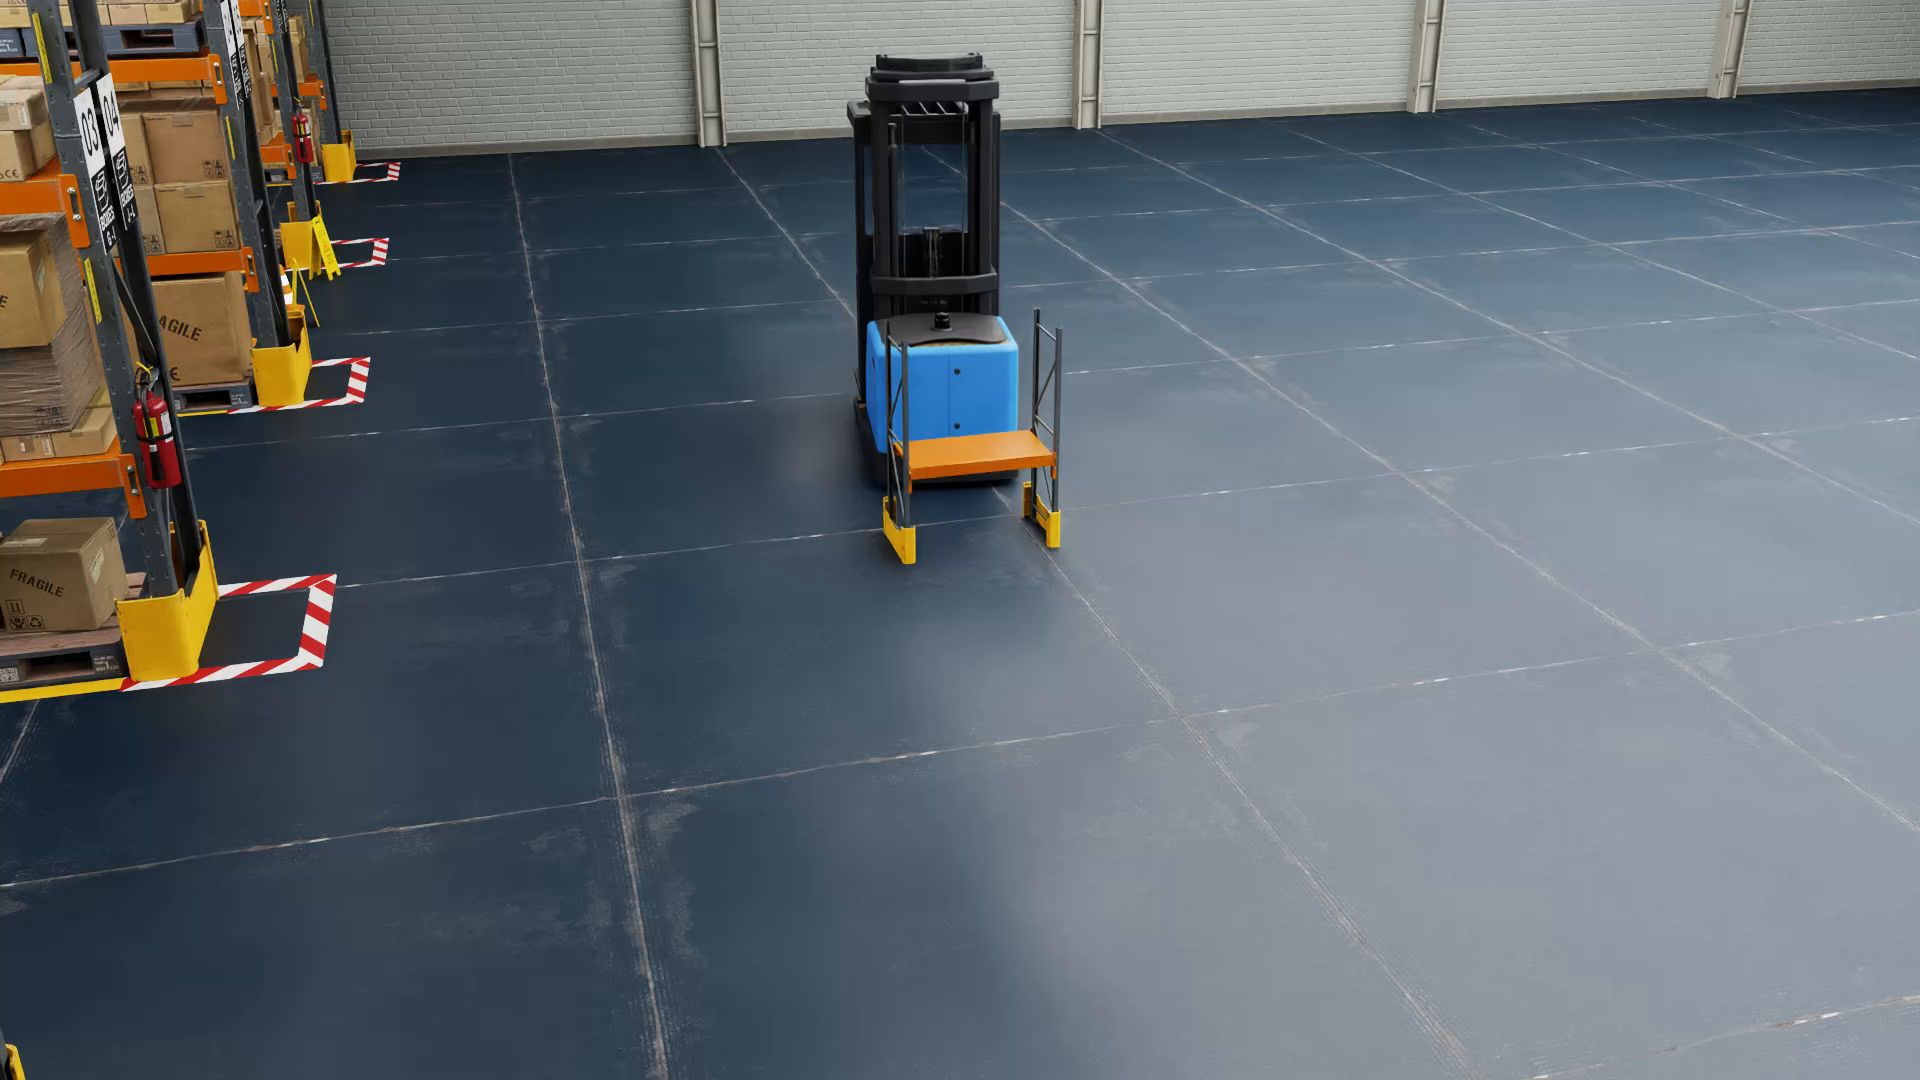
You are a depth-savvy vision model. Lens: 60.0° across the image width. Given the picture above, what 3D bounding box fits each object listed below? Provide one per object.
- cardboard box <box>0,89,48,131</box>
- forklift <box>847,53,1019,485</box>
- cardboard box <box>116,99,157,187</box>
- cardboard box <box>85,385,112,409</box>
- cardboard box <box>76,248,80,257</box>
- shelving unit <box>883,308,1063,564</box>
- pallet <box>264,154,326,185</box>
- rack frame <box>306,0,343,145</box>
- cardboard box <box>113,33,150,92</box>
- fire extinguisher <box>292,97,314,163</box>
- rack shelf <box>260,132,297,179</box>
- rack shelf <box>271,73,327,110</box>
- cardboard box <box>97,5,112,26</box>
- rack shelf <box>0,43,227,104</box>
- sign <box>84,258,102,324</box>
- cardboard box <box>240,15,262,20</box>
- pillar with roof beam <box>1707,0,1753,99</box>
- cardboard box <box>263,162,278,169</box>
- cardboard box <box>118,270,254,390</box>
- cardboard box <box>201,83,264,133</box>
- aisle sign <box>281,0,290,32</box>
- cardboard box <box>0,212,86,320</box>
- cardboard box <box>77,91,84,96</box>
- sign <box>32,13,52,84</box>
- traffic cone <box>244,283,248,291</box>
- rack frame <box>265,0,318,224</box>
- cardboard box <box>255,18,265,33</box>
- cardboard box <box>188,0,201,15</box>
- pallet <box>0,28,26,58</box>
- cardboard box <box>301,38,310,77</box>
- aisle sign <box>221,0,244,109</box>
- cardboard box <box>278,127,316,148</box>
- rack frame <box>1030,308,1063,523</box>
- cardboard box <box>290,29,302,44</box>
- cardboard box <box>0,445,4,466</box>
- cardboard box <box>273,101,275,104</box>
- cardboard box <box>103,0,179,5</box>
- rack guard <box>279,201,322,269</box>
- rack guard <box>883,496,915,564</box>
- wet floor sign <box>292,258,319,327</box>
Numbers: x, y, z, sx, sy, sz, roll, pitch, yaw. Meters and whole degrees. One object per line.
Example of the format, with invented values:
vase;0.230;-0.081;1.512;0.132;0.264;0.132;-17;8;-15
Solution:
cardboard box;-4.778;-2.162;8.366;0.250;0.149;0.380;-6;24;-14
forklift;-0.276;-2.289;12.868;1.130;2.935;3.031;-3;23;-7
cardboard box;-6.710;-3.158;13.247;0.550;0.550;0.875;-6;24;-14
cardboard box;-4.934;-0.762;9.541;0.250;0.149;0.380;-6;24;-14
cardboard box;-7.280;-2.645;13.420;0.550;0.550;0.875;-6;24;-14
shelving unit;0.073;-0.697;10.973;1.083;1.500;0.587;-6;24;-14
pallet;-9.342;-5.085;22.834;1.213;0.211;1.003;-6;24;-14
rack frame;-8.617;-6.464;22.511;0.127;3.000;1.000;-6;24;-14
cardboard box;-8.658;-4.941;17.188;0.500;0.500;0.700;-7;24;-15
fire extinguisher;-7.037;-4.382;17.756;0.183;0.674;0.296;-6;24;-14
rack shelf;-9.198;-4.037;17.766;4.000;0.370;1.077;-6;24;-14
rack shelf;-10.542;-5.921;22.157;4.000;0.370;1.077;-6;24;-14
cardboard box;-6.556;-3.995;12.612;0.250;0.149;0.380;-6;24;-14
rack shelf;-7.763;-3.546;12.819;4.000;0.370;1.077;-6;24;-14
sign;-4.465;-1.282;8.565;0.005;0.325;0.100;-6;24;-14
cardboard box;-9.509;-6.942;22.297;0.250;0.149;0.380;-6;24;-13
pillar with roof beam;14.740;-10.411;24.101;0.400;9.000;9.100;-6;24;-14
cardboard box;-9.465;-5.174;22.459;0.500;0.250;0.500;-6;24;-14
cardboard box;-6.473;-1.831;13.875;0.875;0.875;0.875;-6;24;-14
cardboard box;-7.720;-4.600;17.663;0.500;0.500;0.500;-7;24;-15
aisle sign;-7.296;-5.899;17.897;0.004;0.787;0.394;-6;24;-14
cardboard box;-5.198;-1.505;9.181;0.500;0.500;0.500;-6;24;-14
cardboard box;-9.179;-4.450;17.313;0.500;0.500;0.500;-6;24;-14
sign;-4.465;-2.390;8.090;0.005;0.325;0.100;-6;24;-14
traffic cone;-7.338;-2.879;17.372;0.334;0.463;0.336;-6;24;-14
rack frame;-7.272;-4.580;18.120;0.127;3.000;1.000;-6;24;-14
cardboard box;-9.134;-6.789;21.941;0.250;0.149;0.380;-6;24;-14
cardboard box;-6.254;-4.299;13.320;0.250;0.149;0.380;-6;24;-14
pallet;-7.726;-3.835;12.692;1.213;0.211;1.003;-6;24;-14
cardboard box;-9.169;-6.563;22.614;0.500;0.500;0.500;-6;24;-13
aisle sign;-5.688;-3.800;13.005;0.004;0.787;0.394;-6;24;-14
cardboard box;-9.001;-5.453;22.475;0.500;0.250;0.500;-7;24;-15
rack frame;0.572;-0.752;11.102;0.032;1.500;0.500;-6;24;-14
cardboard box;-8.875;-6.665;22.030;0.250;0.149;0.380;-6;24;-14
cardboard box;-5.282;-0.521;8.979;0.250;0.149;0.380;-6;24;-14
cardboard box;-9.611;-5.819;22.694;0.500;0.250;0.500;-6;24;-14
cardboard box;-6.233;-4.239;12.674;0.500;0.250;0.500;-6;24;-14
rack guard;-7.345;-3.423;18.594;0.348;0.500;1.175;-6;24;-14
rack guard;-0.406;-0.070;11.096;0.087;0.250;0.587;-6;24;-14
wet floor sign;-6.345;-2.384;15.989;0.232;0.644;0.267;-11;25;-23
